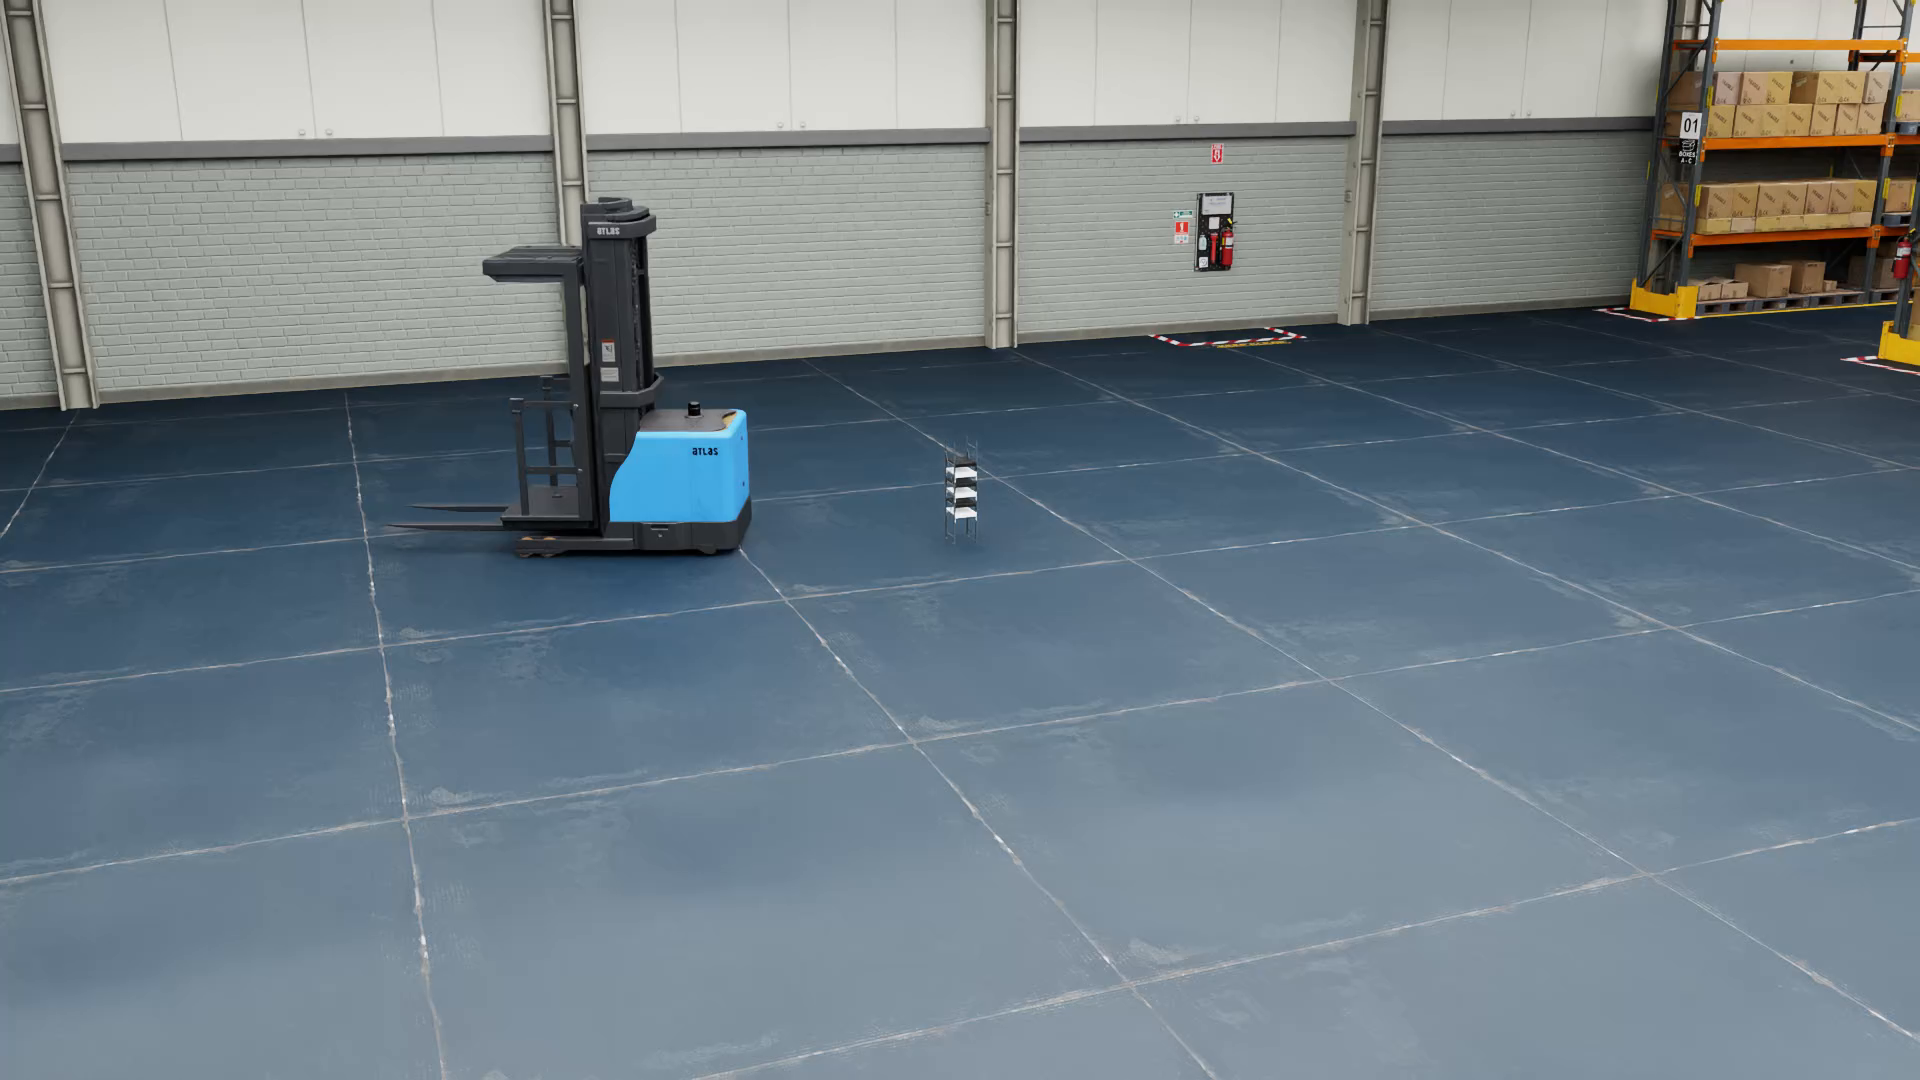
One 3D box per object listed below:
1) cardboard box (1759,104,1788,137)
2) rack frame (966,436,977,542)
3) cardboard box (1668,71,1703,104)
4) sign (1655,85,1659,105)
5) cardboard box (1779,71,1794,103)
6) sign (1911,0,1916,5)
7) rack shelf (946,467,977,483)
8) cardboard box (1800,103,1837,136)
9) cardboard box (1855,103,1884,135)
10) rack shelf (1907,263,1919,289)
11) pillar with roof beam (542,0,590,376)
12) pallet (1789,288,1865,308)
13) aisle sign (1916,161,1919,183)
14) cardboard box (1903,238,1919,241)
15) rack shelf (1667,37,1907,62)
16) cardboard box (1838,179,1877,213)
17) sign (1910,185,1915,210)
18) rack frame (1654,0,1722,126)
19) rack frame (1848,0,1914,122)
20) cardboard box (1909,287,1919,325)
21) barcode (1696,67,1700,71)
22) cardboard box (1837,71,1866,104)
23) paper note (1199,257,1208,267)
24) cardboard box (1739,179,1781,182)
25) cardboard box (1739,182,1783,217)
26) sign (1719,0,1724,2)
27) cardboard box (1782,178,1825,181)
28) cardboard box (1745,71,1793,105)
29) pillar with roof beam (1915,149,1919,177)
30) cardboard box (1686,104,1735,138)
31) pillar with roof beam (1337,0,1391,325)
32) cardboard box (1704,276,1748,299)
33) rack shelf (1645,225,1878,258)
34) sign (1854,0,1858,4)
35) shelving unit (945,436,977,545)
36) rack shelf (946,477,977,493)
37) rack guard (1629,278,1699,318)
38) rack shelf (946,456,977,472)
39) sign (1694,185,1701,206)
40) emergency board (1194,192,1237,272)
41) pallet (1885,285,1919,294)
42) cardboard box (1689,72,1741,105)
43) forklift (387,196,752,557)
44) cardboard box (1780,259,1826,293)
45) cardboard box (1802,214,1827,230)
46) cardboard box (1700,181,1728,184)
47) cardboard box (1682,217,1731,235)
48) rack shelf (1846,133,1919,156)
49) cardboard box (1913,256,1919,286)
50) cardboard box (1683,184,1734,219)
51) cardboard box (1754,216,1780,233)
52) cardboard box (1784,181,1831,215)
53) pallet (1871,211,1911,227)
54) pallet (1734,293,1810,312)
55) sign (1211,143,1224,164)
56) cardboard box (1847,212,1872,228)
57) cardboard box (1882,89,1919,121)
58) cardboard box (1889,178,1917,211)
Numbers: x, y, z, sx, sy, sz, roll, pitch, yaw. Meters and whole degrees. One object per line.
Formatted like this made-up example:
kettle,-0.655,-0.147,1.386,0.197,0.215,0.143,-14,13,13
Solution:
cardboard box,12.855,-6.731,26.658,0.500,0.500,0.500,-5,17,-18
rack frame,0.103,-0.443,14.509,0.006,0.900,0.240,-6,17,-20
cardboard box,11.765,-7.257,26.674,0.500,0.500,0.500,-5,17,-18
sign,11.276,-7.180,26.829,0.005,0.325,0.100,-6,17,-20
cardboard box,13.211,-7.407,27.187,0.500,0.500,0.500,-6,17,-20
sign,15.368,-8.791,26.765,0.005,0.325,0.100,-6,17,-20
rack shelf,0.008,-0.573,14.433,0.200,0.077,0.258,-6,17,-20
cardboard box,13.827,-6.838,27.025,0.500,0.500,0.500,-7,18,-22
cardboard box,14.805,-6.952,27.411,0.500,0.500,0.500,-6,17,-19
rack shelf,15.099,-3.721,23.224,4.000,0.370,1.077,-6,17,-20
pillar with roof beam,-3.468,-5.397,17.006,0.400,9.000,9.100,-6,17,-20
pallet,14.576,-4.156,28.377,1.213,0.211,1.003,-6,17,-20
aisle sign,13.065,-5.183,22.310,0.004,0.787,0.394,-6,17,-20
cardboard box,16.766,-5.120,29.034,0.500,0.250,0.500,-7,18,-22
rack shelf,13.323,-7.901,26.816,4.000,0.370,1.077,-6,17,-20
cardboard box,14.860,-5.740,27.719,0.500,0.500,0.500,-6,17,-20
sign,13.050,-4.678,22.730,0.005,0.325,0.100,-6,17,-20
rack frame,11.455,-8.046,26.027,0.127,3.000,1.000,-6,17,-20
rack frame,15.191,-8.450,27.401,0.127,3.000,1.000,-6,17,-20
cardboard box,13.626,-3.239,23.109,0.500,0.500,0.500,-6,17,-20
barcode,11.940,-7.626,26.902,0.075,0.075,0.001,-6,17,-20
cardboard box,14.309,-7.367,27.052,0.500,0.500,0.500,-5,17,-17
paper note,3.686,-4.200,25.139,0.142,0.148,0.016,-6,17,-20
cardboard box,13.245,-5.721,27.656,0.500,0.500,0.500,-6,17,-19
cardboard box,12.959,-5.532,27.012,0.500,0.500,0.500,-7,18,-22
sign,11.650,-8.390,25.398,0.005,0.325,0.100,-6,17,-20
cardboard box,14.193,-5.825,28.010,0.500,0.500,0.500,-6,17,-20
cardboard box,12.863,-7.211,26.520,0.500,0.500,0.500,-6,17,-19
pillar with roof beam,18.943,-7.817,25.246,0.400,9.000,9.100,-6,17,-20
cardboard box,11.857,-6.633,26.324,0.500,0.500,0.500,-6,17,-19
pillar with roof beam,7.737,-6.607,21.126,0.400,9.000,9.100,-6,17,-20
cardboard box,12.666,-4.192,27.542,0.500,0.311,0.500,-5,17,-15
rack shelf,13.323,-5.024,27.661,4.000,0.370,1.077,-6,17,-20
sign,14.987,-9.119,27.742,0.005,0.325,0.100,-6,17,-20
shelving unit,0.008,-0.433,14.474,0.210,0.900,0.258,-6,17,-20
rack shelf,0.008,-0.487,14.458,0.200,0.077,0.258,-6,17,-20
rack guard,11.526,-3.976,27.251,0.348,0.500,1.175,-6,17,-20
rack shelf,0.008,-0.660,14.408,0.200,0.077,0.258,-6,17,-20
sign,11.650,-5.440,26.265,0.005,0.325,0.100,-6,17,-20
emergency board,3.876,-4.622,25.014,0.643,1.169,0.194,-6,17,-20
pallet,17.058,-4.436,29.330,1.213,0.211,1.003,-6,17,-20
cardboard box,11.902,-7.119,26.207,0.500,0.500,0.500,-8,18,-24
forklift,-3.397,-1.411,14.200,3.031,2.935,1.130,0,16,1
cardboard box,14.236,-4.468,28.144,0.500,0.500,0.500,-8,18,-24
cardboard box,13.924,-5.278,27.480,0.500,0.250,0.500,-6,17,-20
cardboard box,12.293,-5.617,27.302,0.500,0.500,0.500,-6,17,-19
cardboard box,12.025,-5.071,26.774,0.500,0.250,0.500,-7,18,-22
rack shelf,17.058,-6.867,28.611,4.000,0.370,1.077,-6,17,-20
cardboard box,16.337,-4.727,29.026,0.500,0.500,0.700,-7,18,-21
cardboard box,12.009,-5.434,26.680,0.500,0.500,0.500,-6,17,-20
cardboard box,12.982,-5.177,27.135,0.500,0.250,0.500,-6,18,-21
cardboard box,13.922,-5.640,27.379,0.500,0.500,0.500,-7,18,-22
pallet,15.956,-5.518,28.405,1.213,0.211,1.003,-6,17,-20
pallet,13.435,-4.032,27.954,1.213,0.211,1.003,-6,17,-20
sign,3.832,-5.760,24.774,0.199,0.298,0.001,-6,17,-20
cardboard box,14.857,-5.381,27.830,0.500,0.250,0.500,-6,17,-20
cardboard box,15.730,-7.294,27.866,0.500,0.500,0.500,-4,17,-12
cardboard box,16.202,-5.927,28.499,0.500,0.500,0.700,-4,17,-14
